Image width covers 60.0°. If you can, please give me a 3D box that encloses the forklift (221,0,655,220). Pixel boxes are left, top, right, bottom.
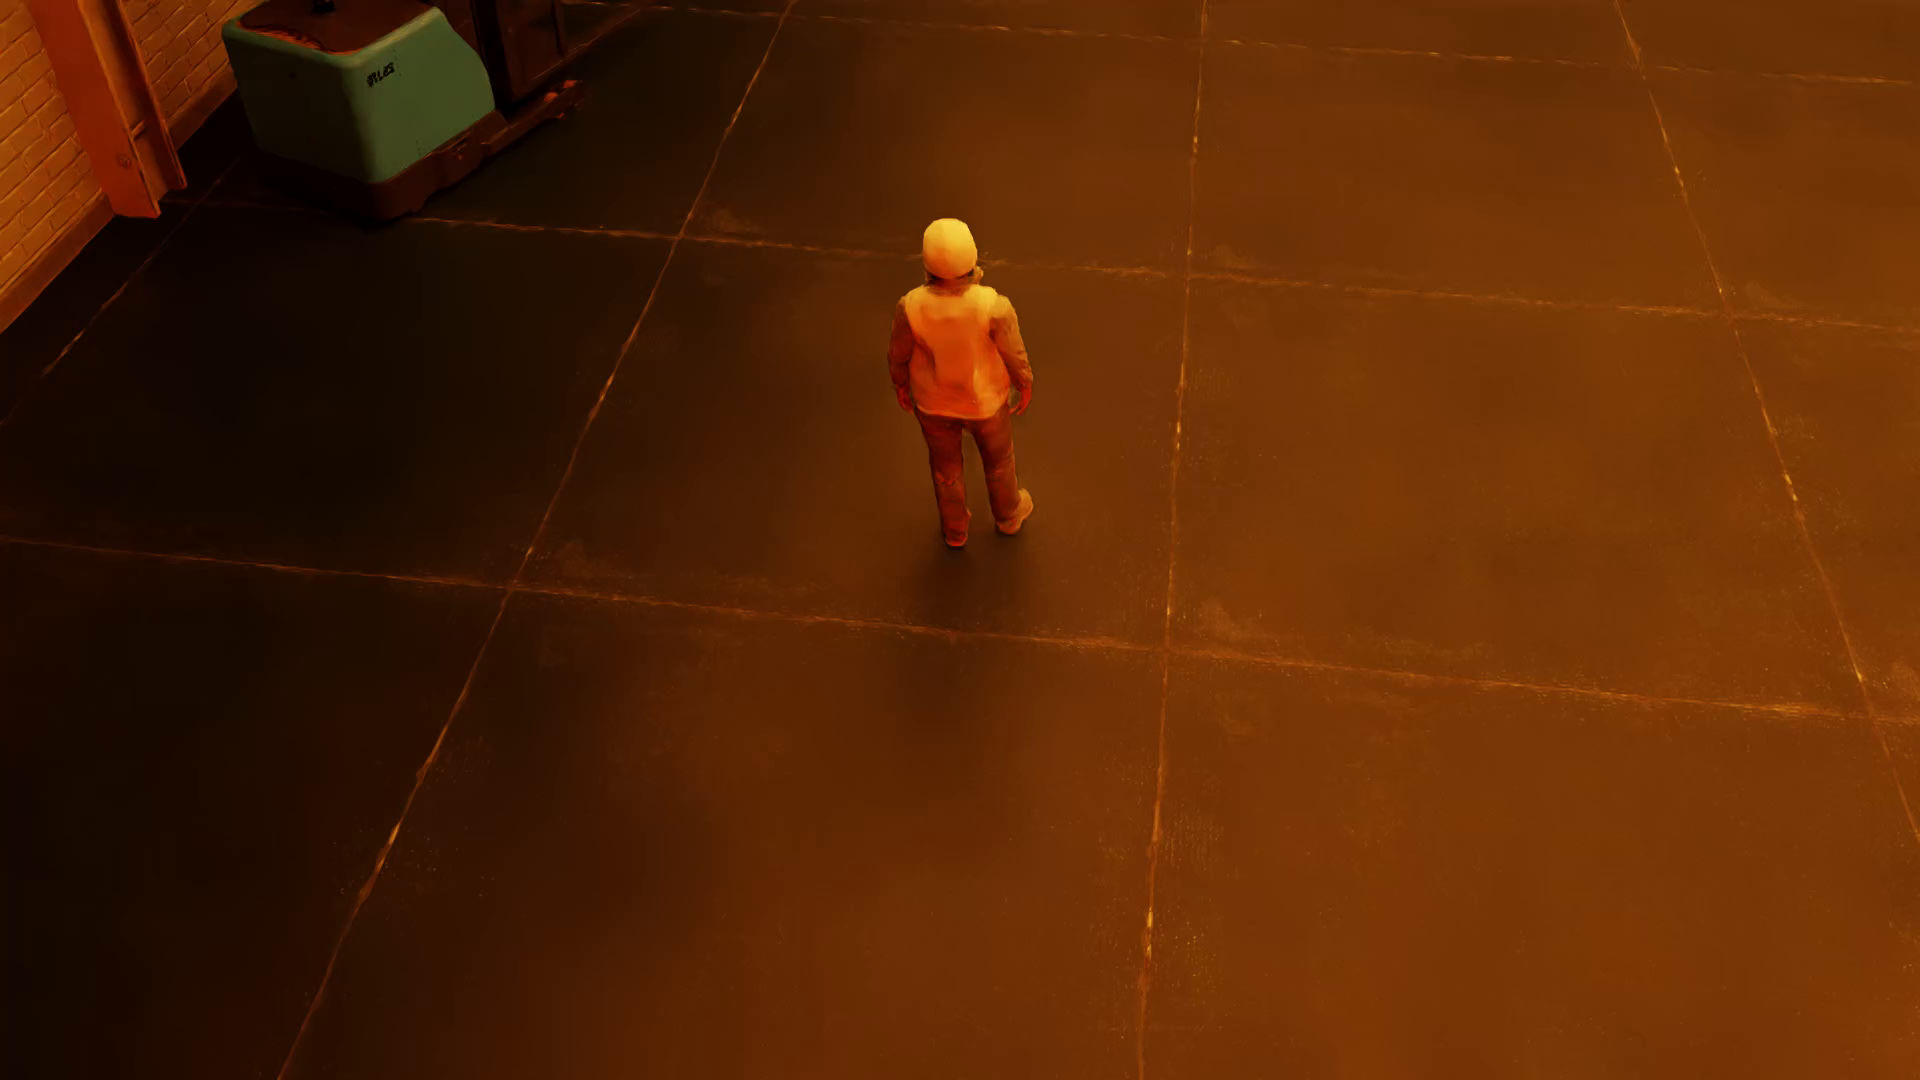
[{"bbox_3d":[-3.134,-3.969,10.045,1.130,2.935,3.031,19,46,20],"label":"forklift"}]

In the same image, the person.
[{"bbox_3d":[0.016,-0.700,7.331,0.632,1.773,0.567,5,43,6],"label":"person"}]
